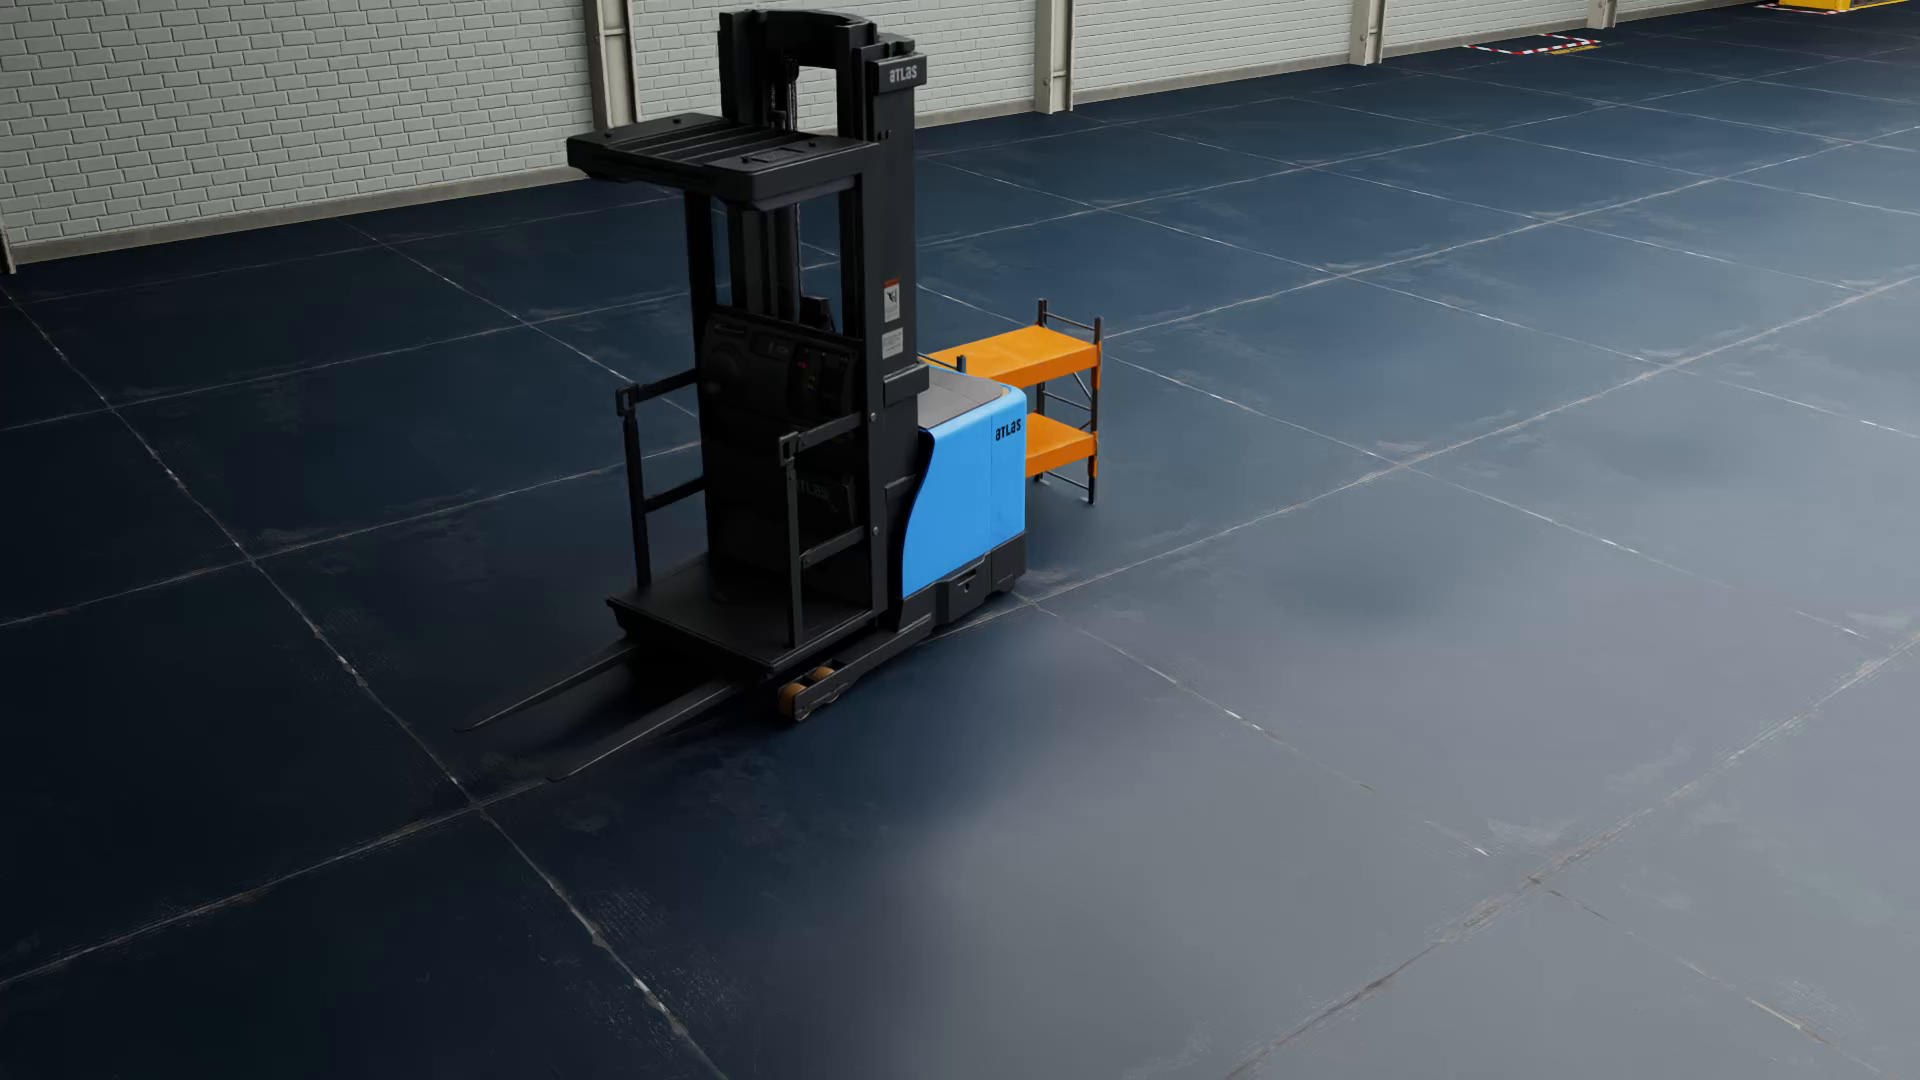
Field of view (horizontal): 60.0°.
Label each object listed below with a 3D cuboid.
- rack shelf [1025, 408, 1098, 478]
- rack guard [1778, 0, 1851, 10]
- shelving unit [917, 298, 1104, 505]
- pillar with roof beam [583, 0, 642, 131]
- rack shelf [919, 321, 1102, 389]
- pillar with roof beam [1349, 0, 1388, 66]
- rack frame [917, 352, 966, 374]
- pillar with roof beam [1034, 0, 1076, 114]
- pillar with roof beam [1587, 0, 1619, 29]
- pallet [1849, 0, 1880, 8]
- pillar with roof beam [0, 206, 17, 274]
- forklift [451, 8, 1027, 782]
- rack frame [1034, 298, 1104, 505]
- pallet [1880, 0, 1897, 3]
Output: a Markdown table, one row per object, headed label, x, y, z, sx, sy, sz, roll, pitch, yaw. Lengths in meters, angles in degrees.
| label | x | y | z | sx | sy | sz | roll | pitch | yaw |
| --- | --- | --- | --- | --- | --- | --- | --- | --- | --- |
| rack shelf | 0.241 | -0.436 | 9.435 | 1.000 | 0.278 | 0.538 | -20 | 32 | -37 |
| rack guard | 15.376 | -9.843 | 29.864 | 0.348 | 0.500 | 1.175 | -18 | 31 | -34 |
| shelving unit | 0.241 | -0.658 | 9.332 | 1.048 | 1.125 | 0.538 | -20 | 32 | -37 |
| pillar with roof beam | -0.896 | -6.486 | 12.535 | 0.400 | 9.000 | 9.100 | -18 | 31 | -34 |
| rack shelf | 0.241 | -0.924 | 9.208 | 1.000 | 0.278 | 0.538 | -20 | 32 | -37 |
| pillar with roof beam | 8.547 | -9.603 | 19.252 | 0.400 | 9.000 | 9.100 | -18 | 31 | -34 |
| rack frame | -0.143 | -0.518 | 9.029 | 0.032 | 1.125 | 0.500 | -20 | 32 | -37 |
| pillar with roof beam | 3.825 | -8.044 | 15.894 | 0.400 | 9.000 | 9.100 | -18 | 31 | -34 |
| pillar with roof beam | 13.268 | -11.162 | 22.610 | 0.400 | 9.000 | 9.100 | -18 | 31 | -34 |
| pallet | 16.037 | -9.911 | 30.354 | 1.213 | 0.211 | 1.003 | -18 | 31 | -34 |
| pillar with roof beam | -5.618 | -4.927 | 9.177 | 0.400 | 9.000 | 9.100 | -18 | 31 | -34 |
| forklift | -0.954 | -0.751 | 7.386 | 1.130 | 2.935 | 3.031 | 18 | 31 | 34 |
| rack frame | 0.624 | -0.798 | 9.634 | 0.032 | 1.125 | 0.500 | -20 | 32 | -37 |
| pallet | 16.996 | -10.226 | 31.033 | 1.213 | 0.211 | 1.003 | -18 | 31 | -34 |
